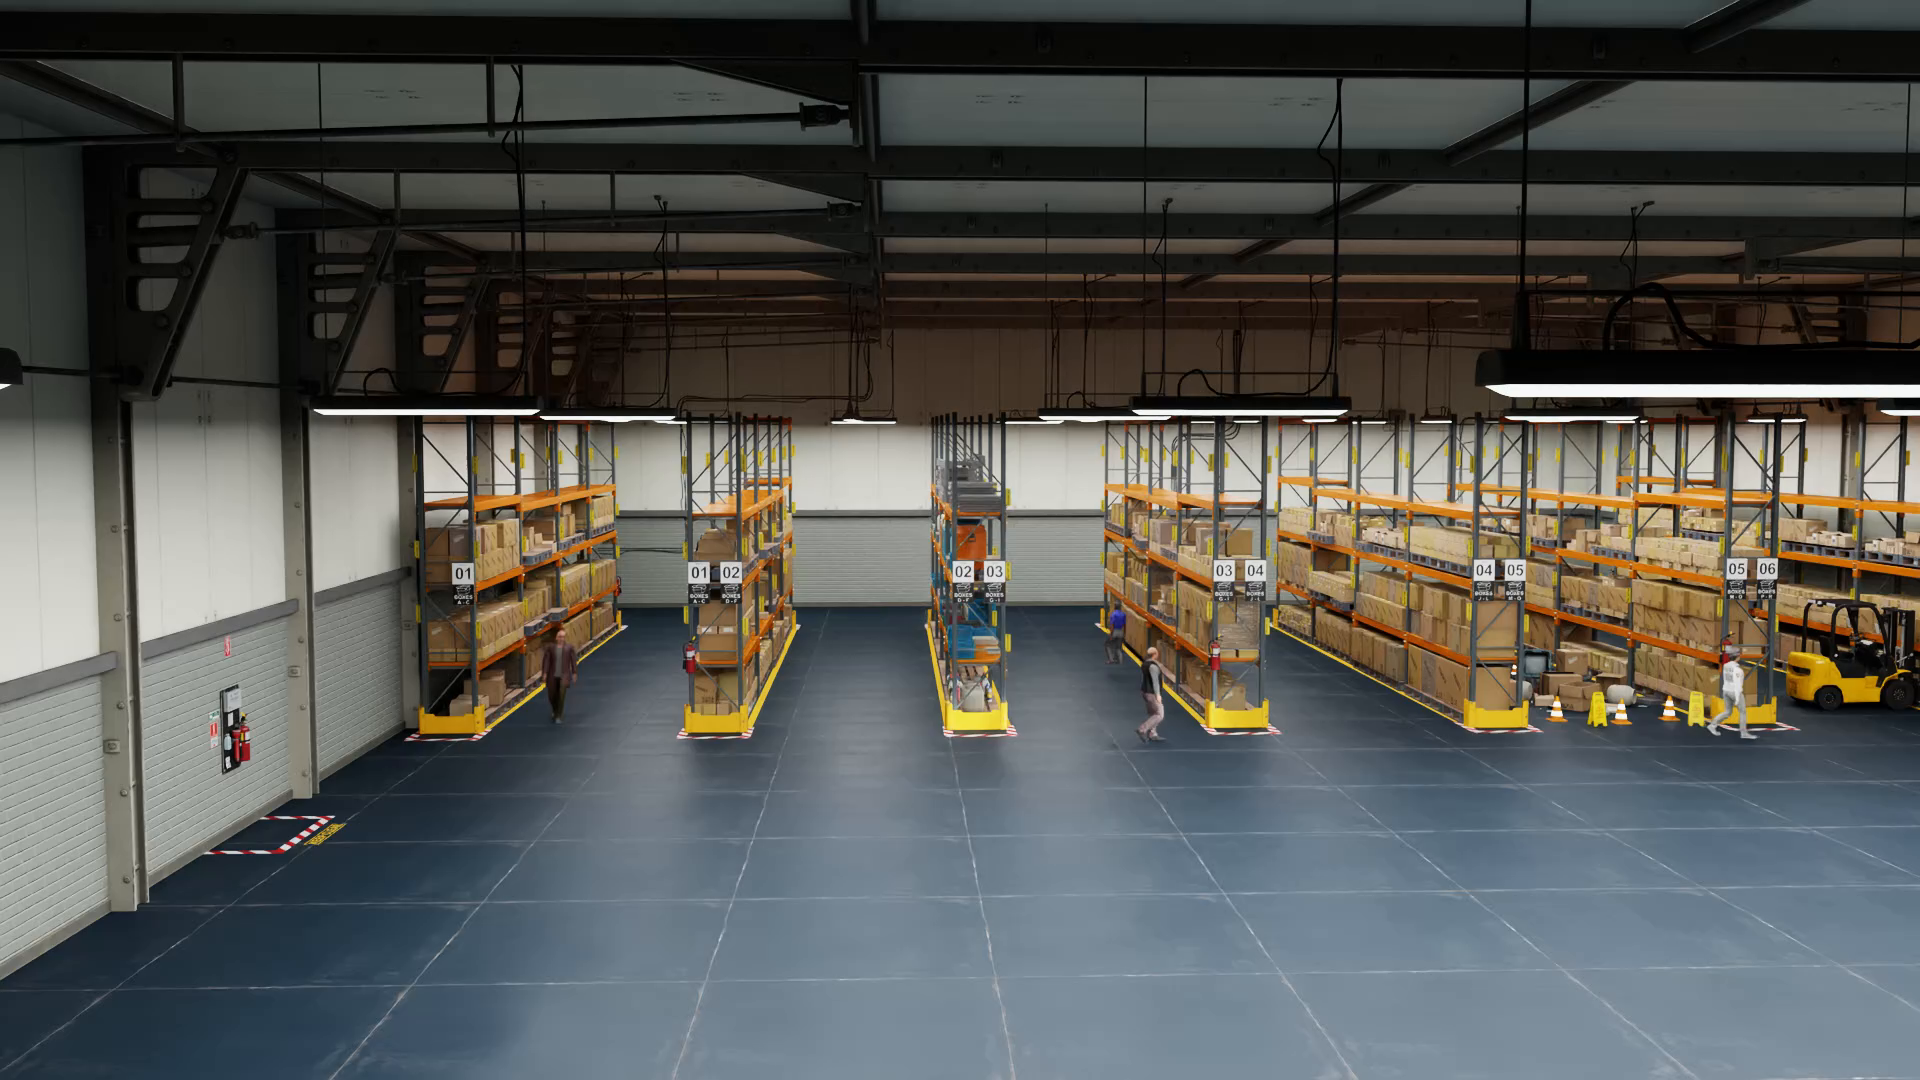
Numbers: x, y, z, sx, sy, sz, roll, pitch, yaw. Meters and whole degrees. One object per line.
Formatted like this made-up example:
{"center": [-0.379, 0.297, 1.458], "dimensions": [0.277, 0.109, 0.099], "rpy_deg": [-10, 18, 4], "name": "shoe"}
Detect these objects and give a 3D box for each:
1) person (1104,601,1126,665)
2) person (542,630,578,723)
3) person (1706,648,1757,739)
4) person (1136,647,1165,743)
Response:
{"center": [3.612, 2.151, 38.229], "dimensions": [0.456, 1.503, 0.695], "rpy_deg": [-1, 4, -12], "name": "person"}
{"center": [-7.803, 2.670, 32.443], "dimensions": [0.682, 1.821, 0.750], "rpy_deg": [-1, 4, -9], "name": "person"}
{"center": [14.196, 2.817, 30.571], "dimensions": [0.807, 1.654, 0.500], "rpy_deg": [0, 4, -6], "name": "person"}
{"center": [3.444, 2.806, 30.172], "dimensions": [0.644, 1.720, 0.555], "rpy_deg": [-1, 4, -18], "name": "person"}
